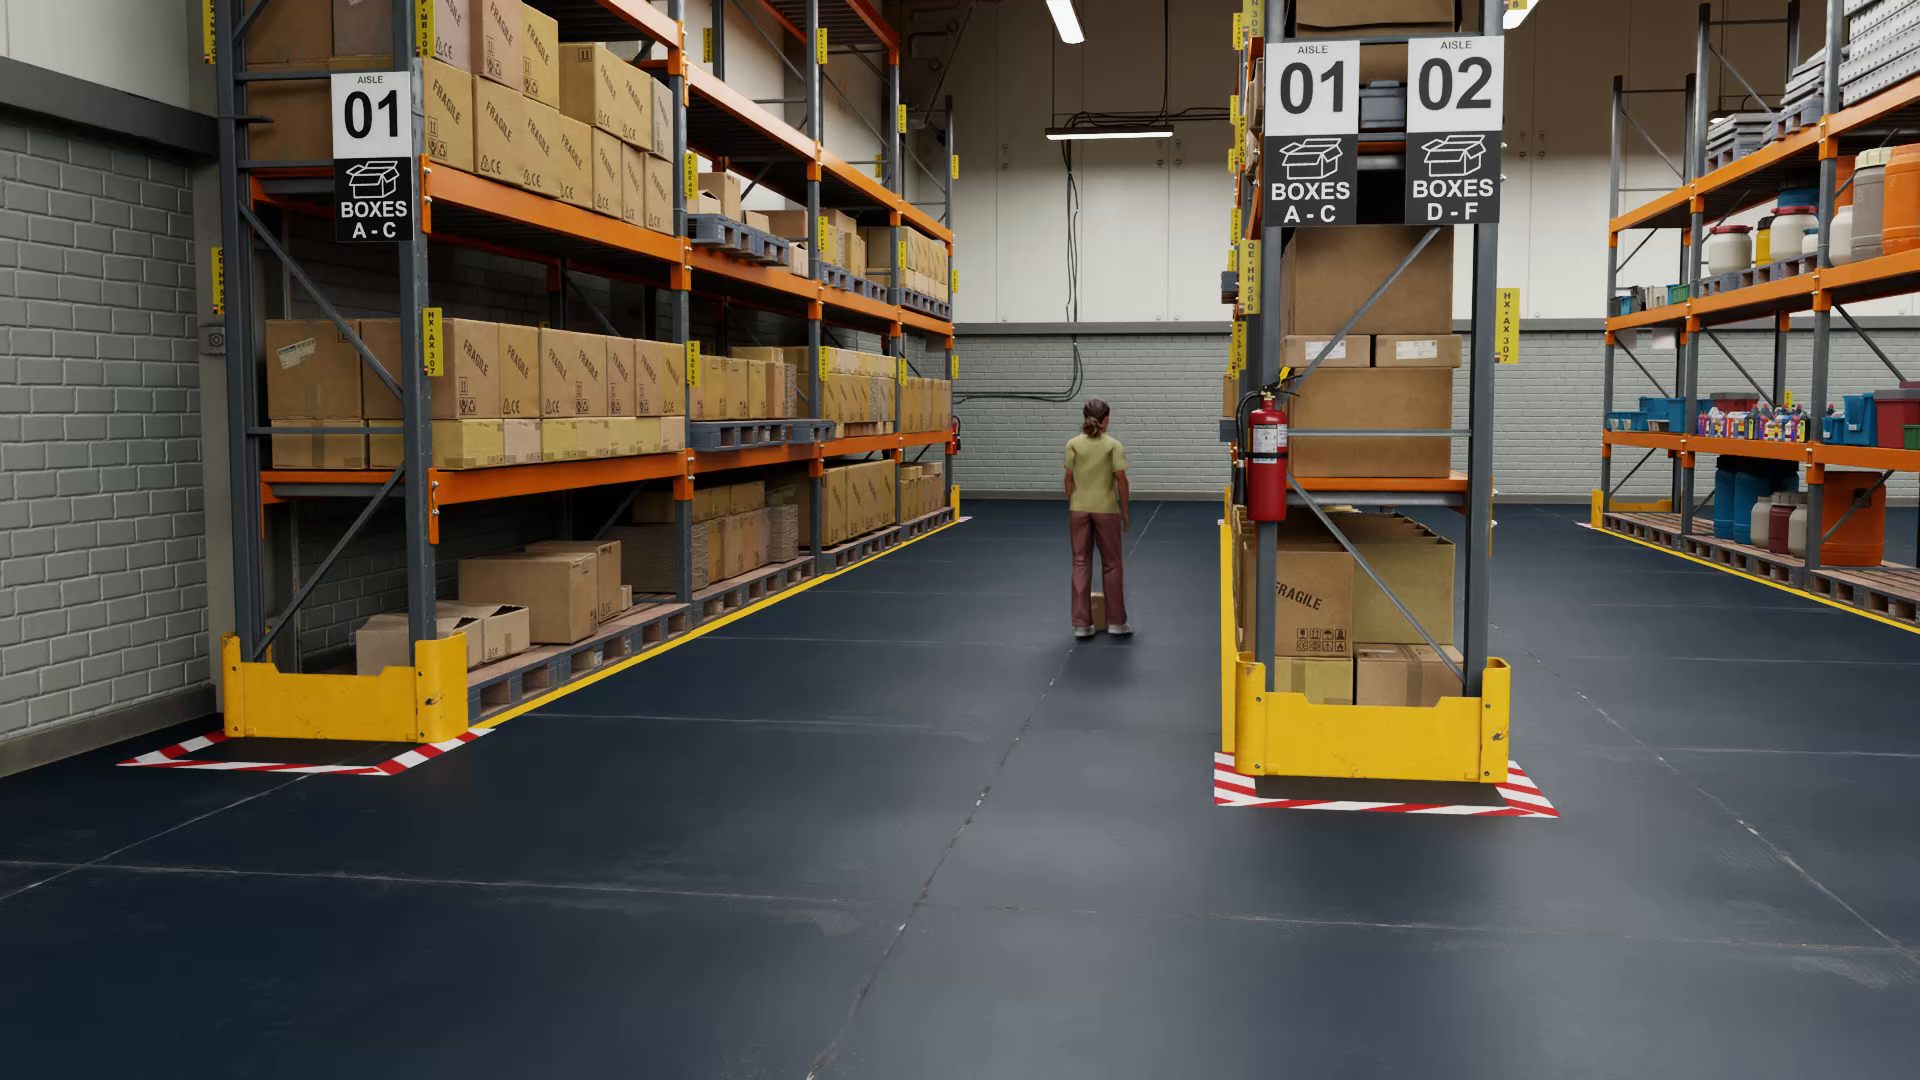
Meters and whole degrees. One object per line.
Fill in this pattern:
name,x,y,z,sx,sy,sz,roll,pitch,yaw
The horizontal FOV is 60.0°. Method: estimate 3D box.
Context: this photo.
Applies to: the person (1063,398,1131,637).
person,0.975,-0.162,11.763,0.464,1.681,0.544,1,5,16
